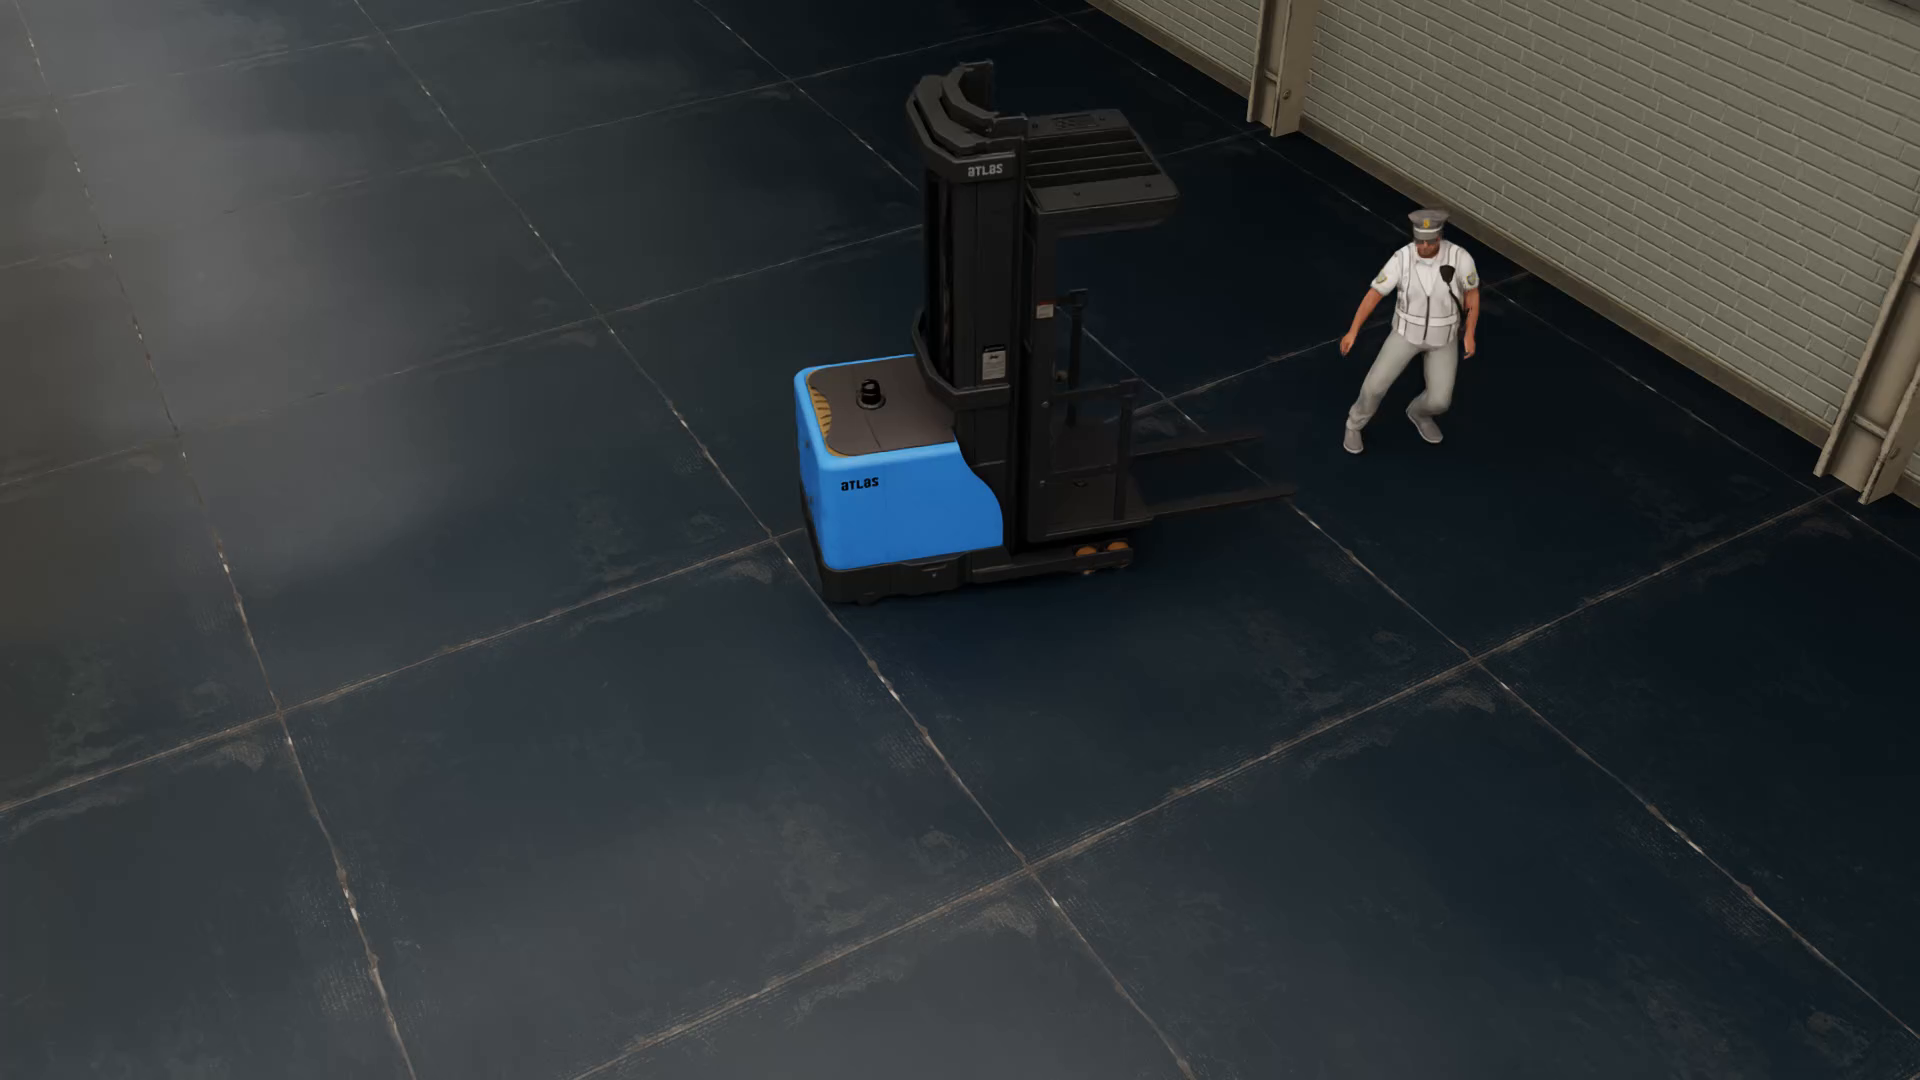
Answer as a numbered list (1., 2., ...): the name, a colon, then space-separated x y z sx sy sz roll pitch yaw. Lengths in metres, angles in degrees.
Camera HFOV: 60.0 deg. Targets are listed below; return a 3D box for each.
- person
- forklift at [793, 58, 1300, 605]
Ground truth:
1. person: 2.873 -1.318 10.622 0.832 1.648 0.538 10 41 12
2. forklift: 0.571 -1.244 9.536 3.031 2.935 1.130 -9 40 -10
